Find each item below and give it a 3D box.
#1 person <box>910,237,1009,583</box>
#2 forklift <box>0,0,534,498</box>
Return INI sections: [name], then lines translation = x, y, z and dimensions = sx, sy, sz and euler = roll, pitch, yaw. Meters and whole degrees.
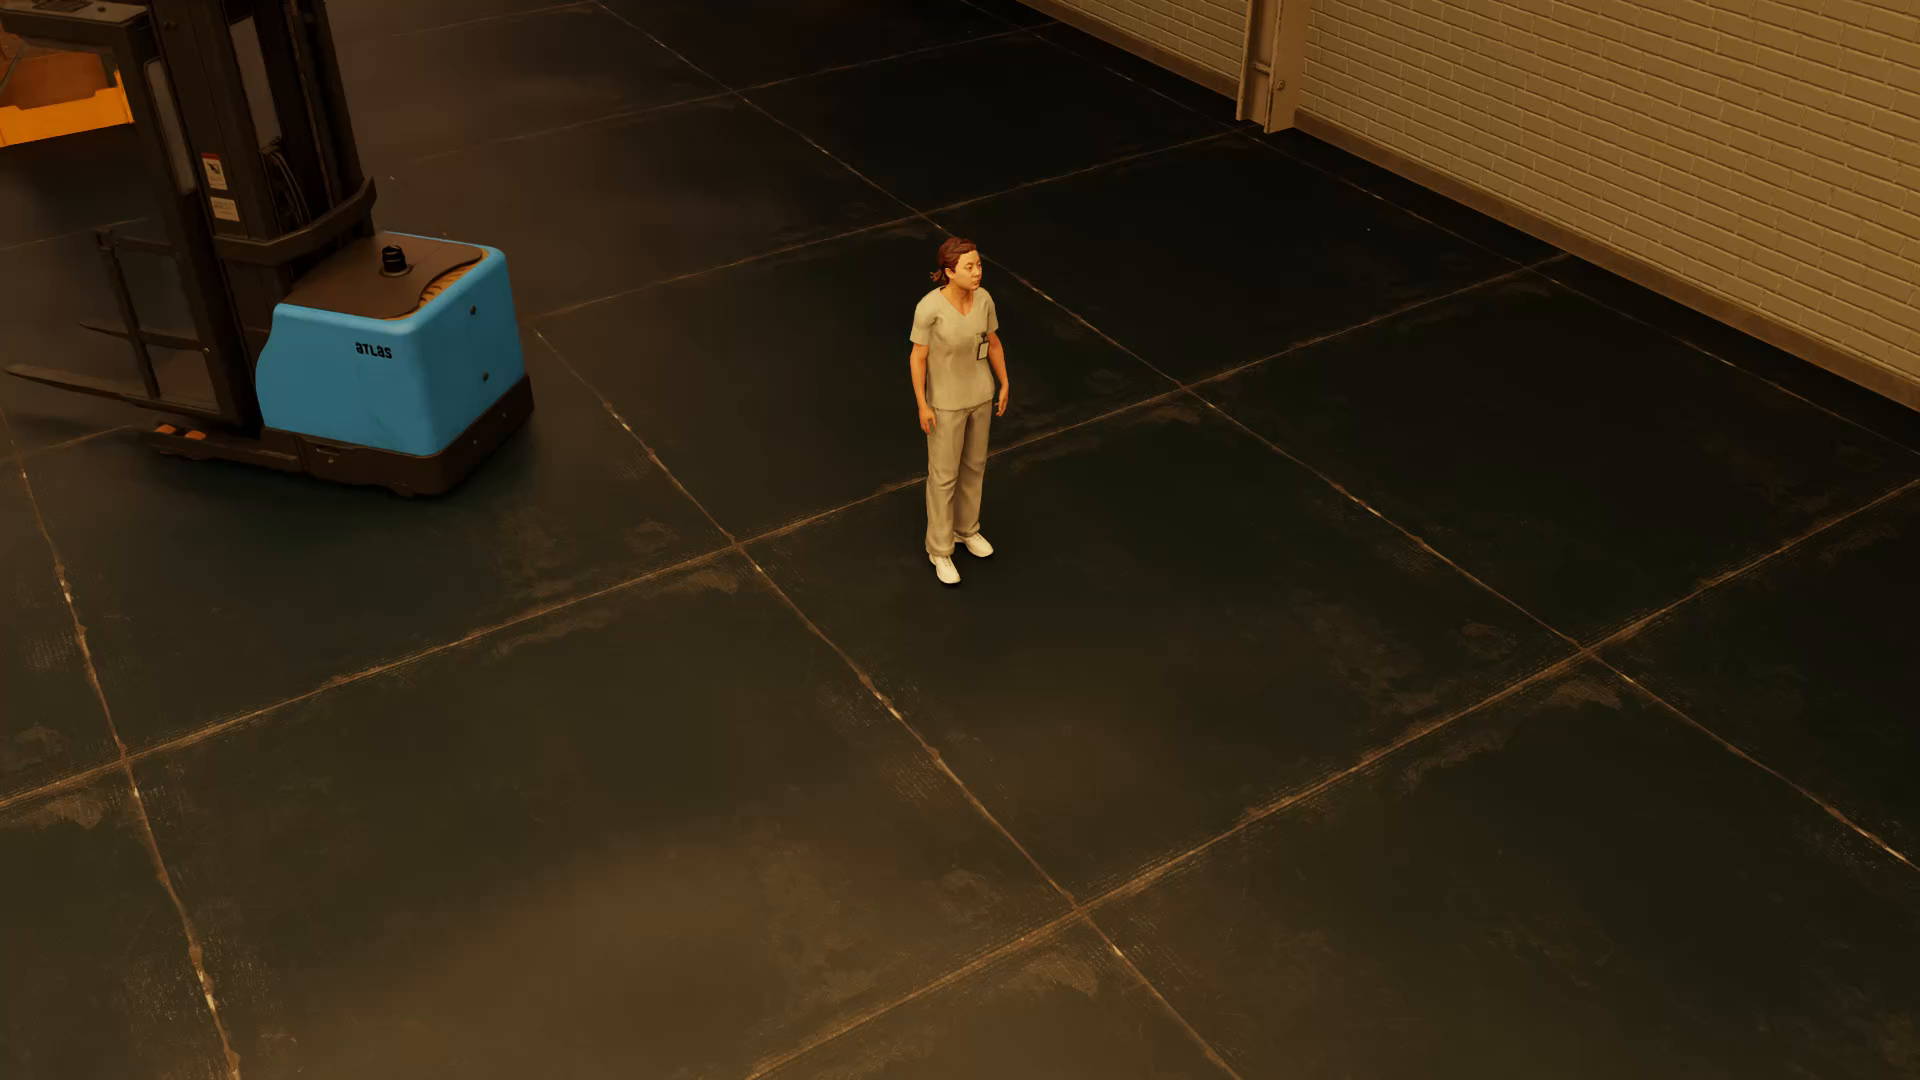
[person]
translation = 0.029, -0.652, 8.155
dimensions = 0.550, 1.675, 0.549
euler = -21, 40, -27
[forklift]
translation = -4.047, -1.922, 8.883
dimensions = 3.031, 2.935, 1.130
euler = 11, 36, 15
